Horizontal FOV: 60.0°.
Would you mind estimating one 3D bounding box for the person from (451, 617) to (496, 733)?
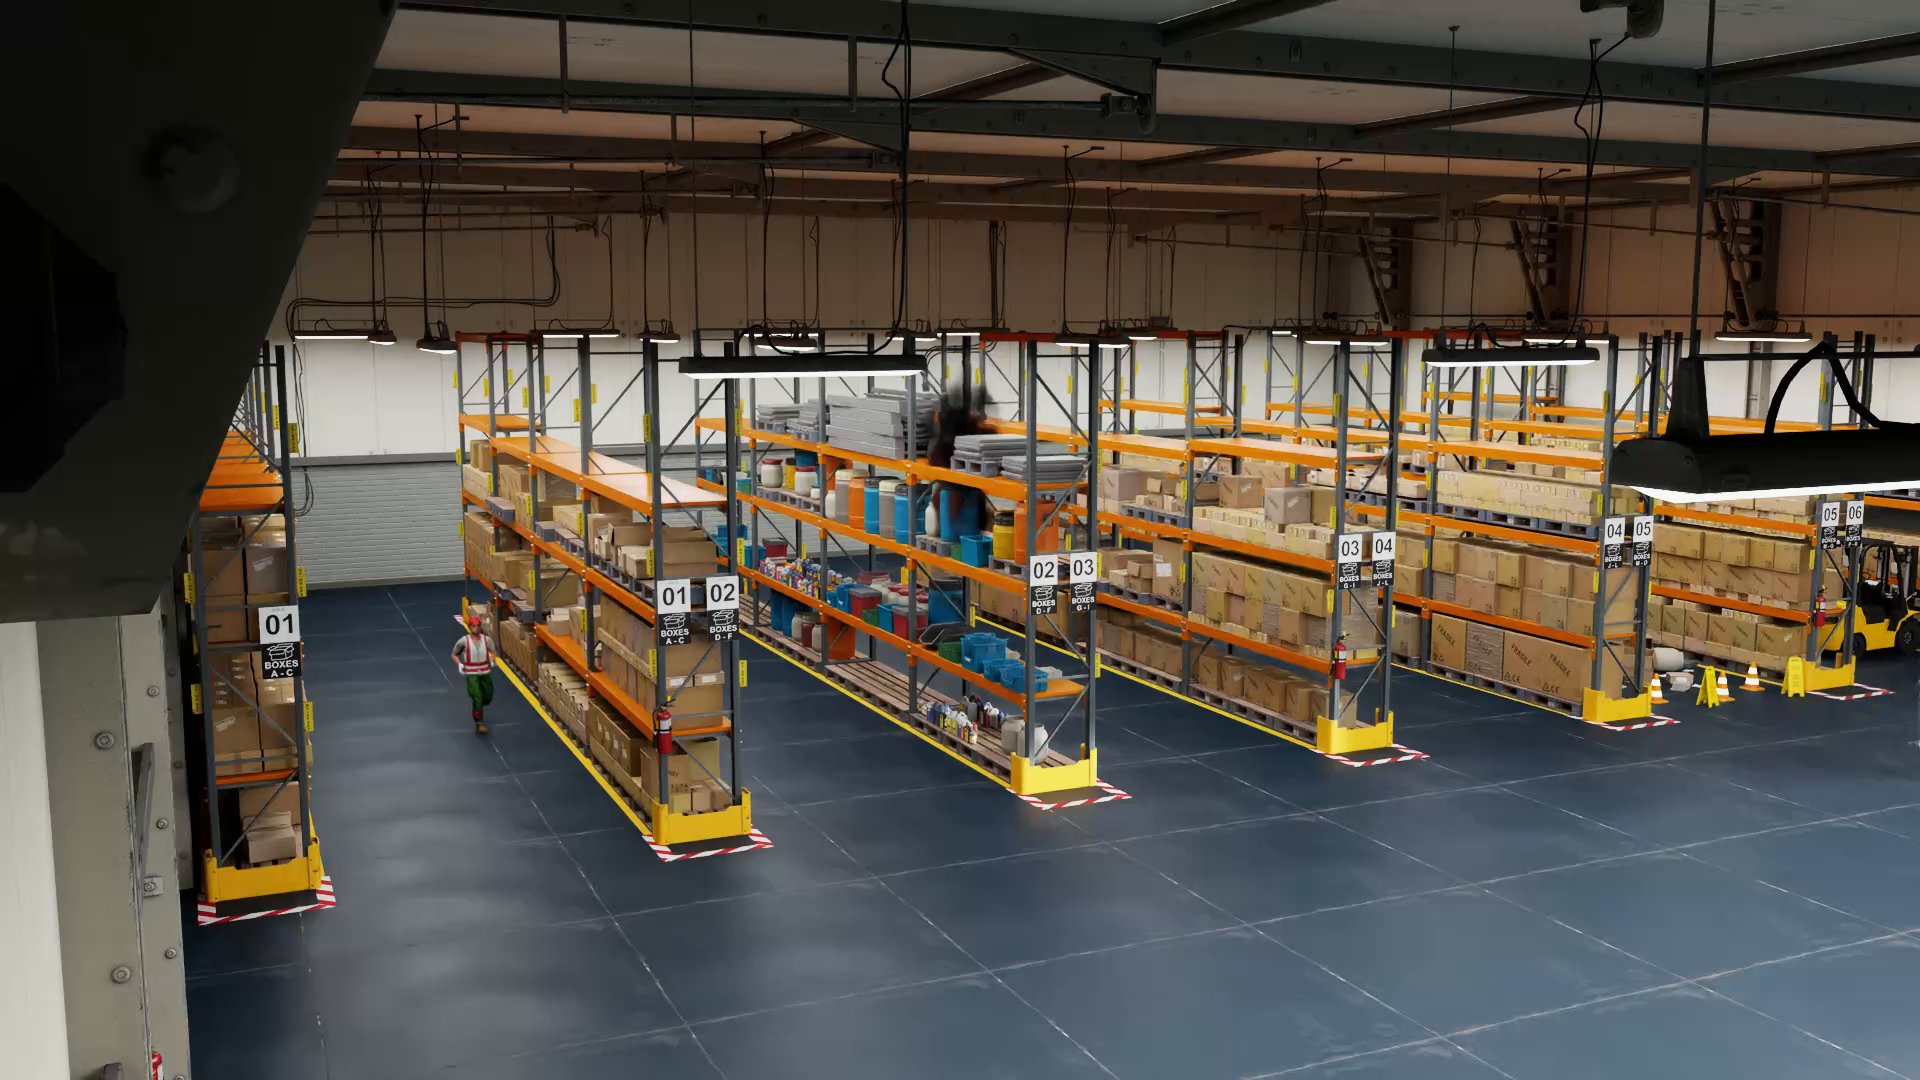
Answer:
[{"bbox_3d":[-7.411,2.043,25.460,0.663,1.748,0.780,-5,9,-32],"label":"person"}]

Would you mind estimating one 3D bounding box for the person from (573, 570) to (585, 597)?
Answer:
[{"bbox_3d":[-8.076,0.799,34.967,0.678,1.709,0.762,-7,10,-41],"label":"person"}]
